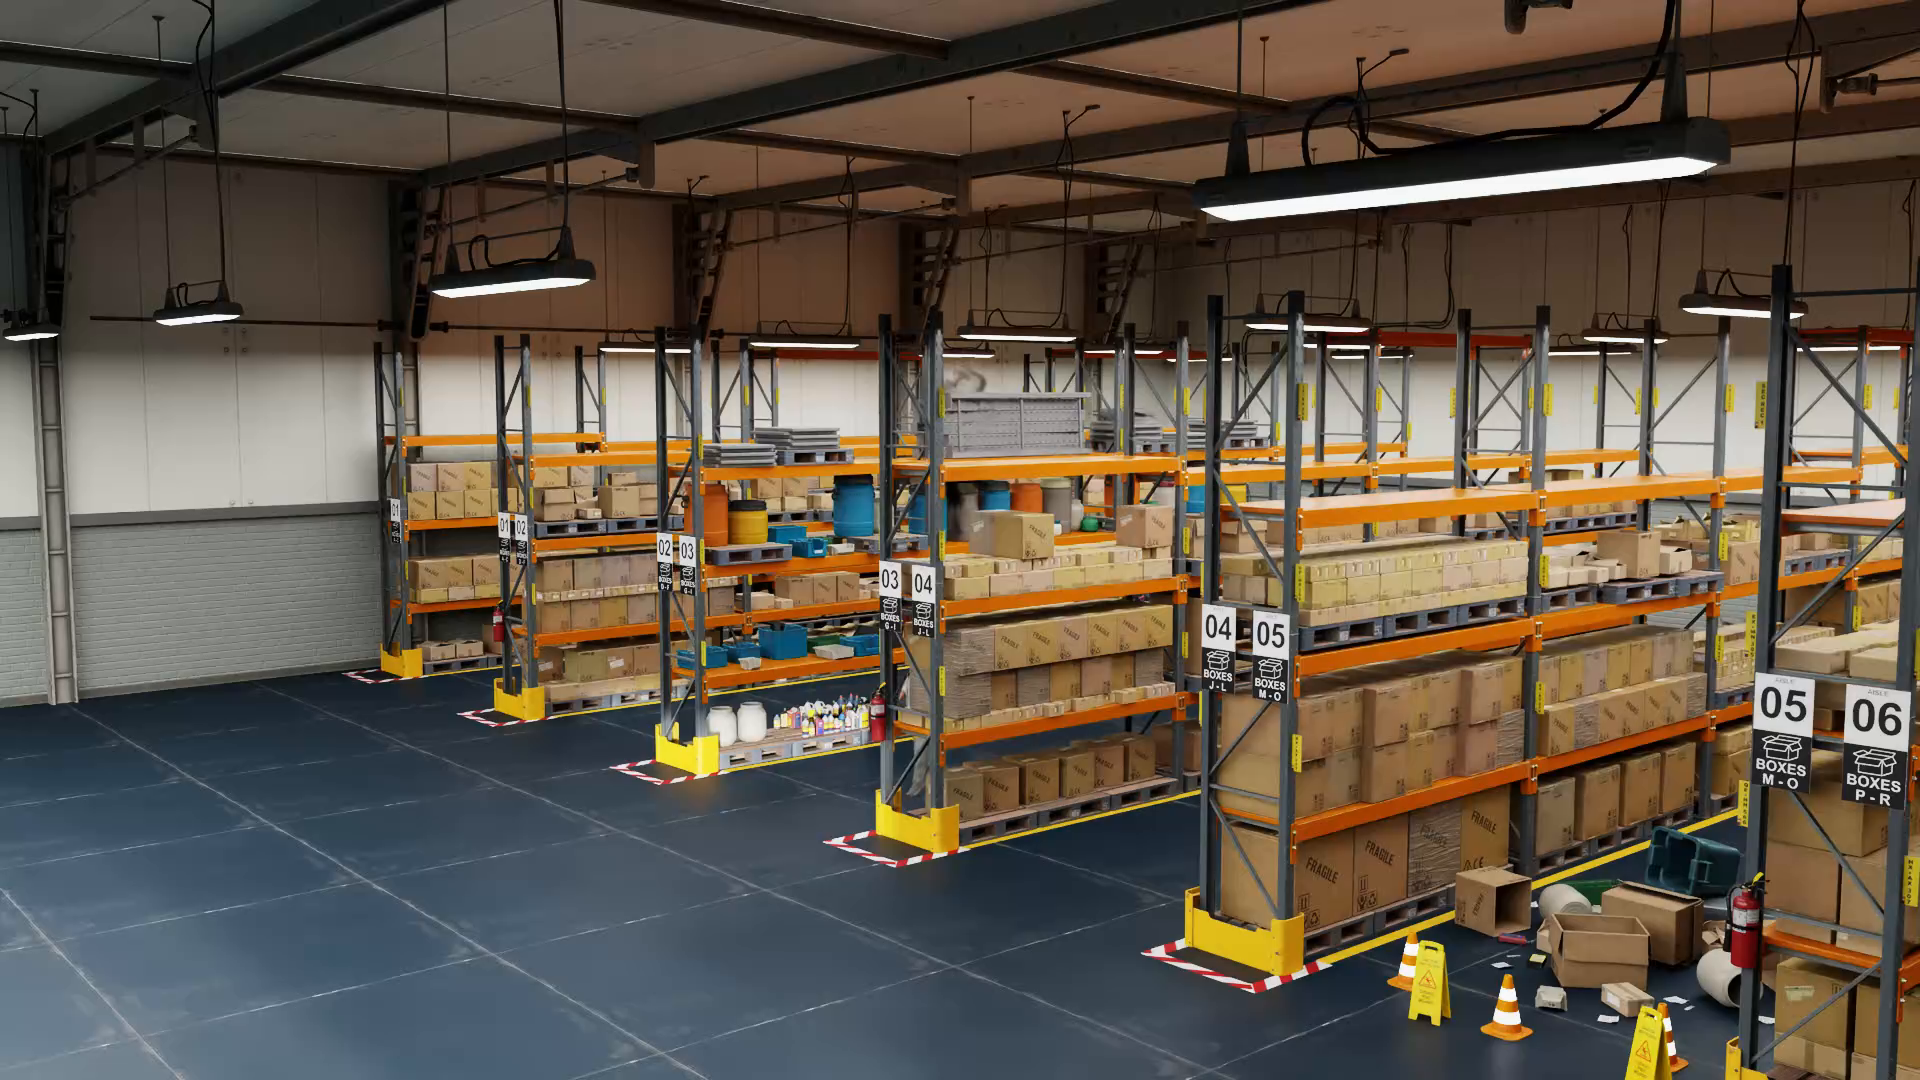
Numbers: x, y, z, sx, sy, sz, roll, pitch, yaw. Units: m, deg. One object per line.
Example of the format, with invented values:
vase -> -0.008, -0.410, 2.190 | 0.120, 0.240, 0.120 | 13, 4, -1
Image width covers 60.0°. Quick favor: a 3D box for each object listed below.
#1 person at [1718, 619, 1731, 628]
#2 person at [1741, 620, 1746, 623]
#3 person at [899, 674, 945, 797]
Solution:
person -> 11.527, 2.046, 25.071 | 0.883, 1.733, 0.622 | -4, 6, -34
person -> 12.122, 2.043, 25.567 | 0.744, 1.647, 0.585 | -3, 6, -32
person -> -0.461, 2.330, 21.413 | 0.664, 1.840, 0.847 | 5, 7, 43
